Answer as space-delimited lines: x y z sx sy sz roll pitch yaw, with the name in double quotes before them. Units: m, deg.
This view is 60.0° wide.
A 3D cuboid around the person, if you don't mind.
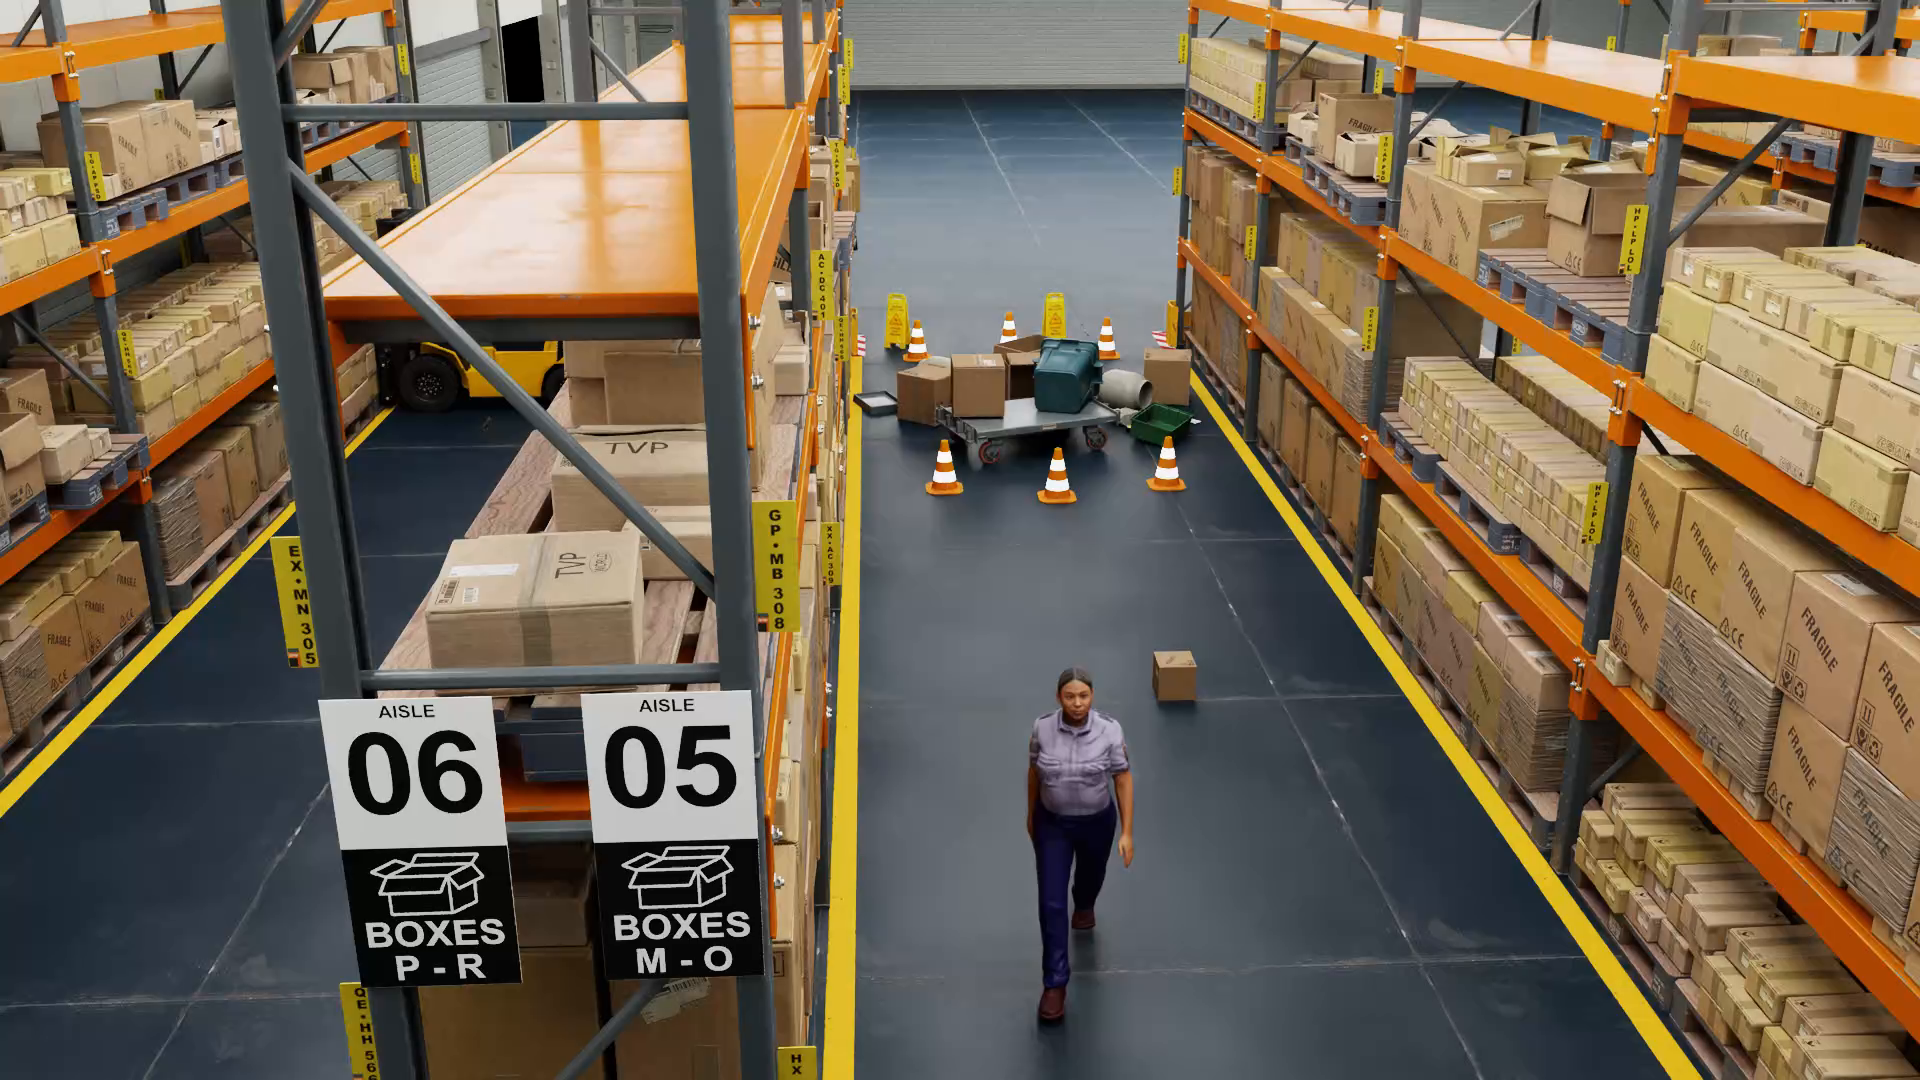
"person" 0.572 1.363 7.962 0.504 1.595 0.986 1 21 2
